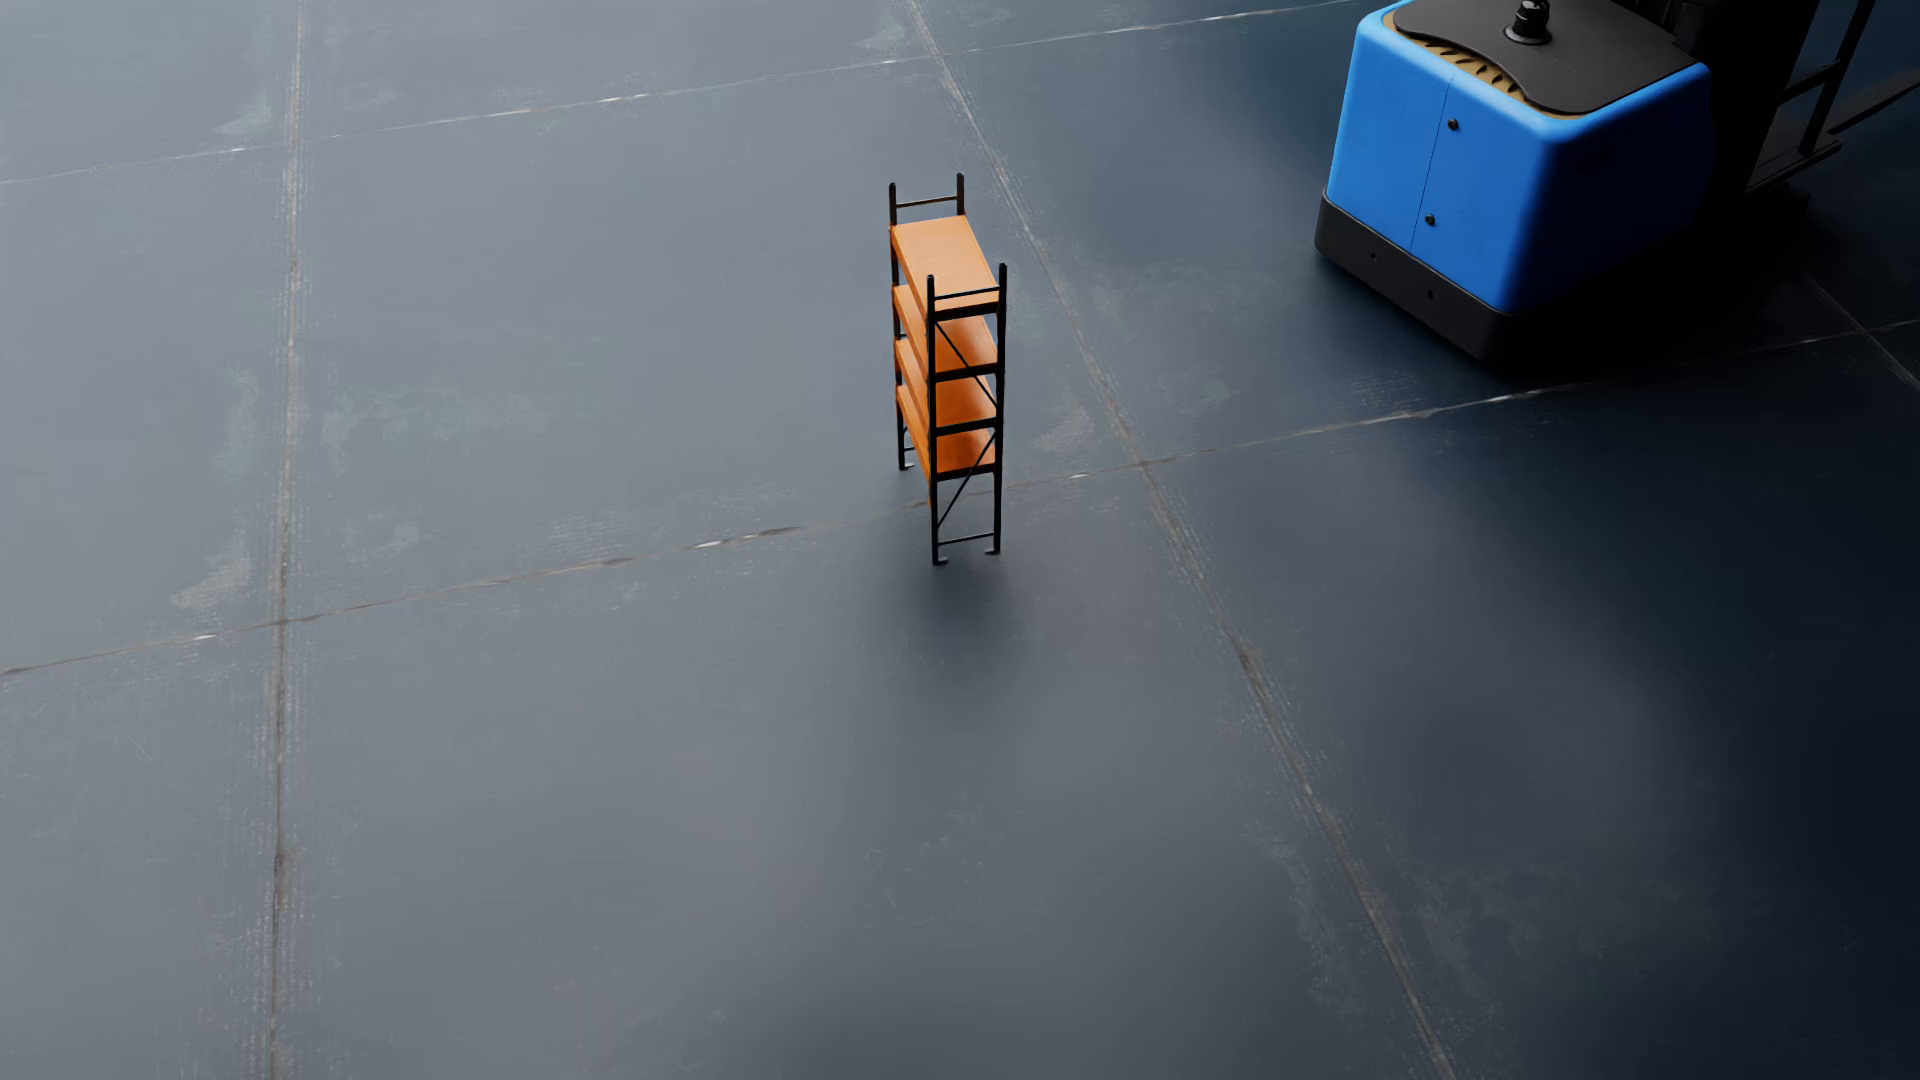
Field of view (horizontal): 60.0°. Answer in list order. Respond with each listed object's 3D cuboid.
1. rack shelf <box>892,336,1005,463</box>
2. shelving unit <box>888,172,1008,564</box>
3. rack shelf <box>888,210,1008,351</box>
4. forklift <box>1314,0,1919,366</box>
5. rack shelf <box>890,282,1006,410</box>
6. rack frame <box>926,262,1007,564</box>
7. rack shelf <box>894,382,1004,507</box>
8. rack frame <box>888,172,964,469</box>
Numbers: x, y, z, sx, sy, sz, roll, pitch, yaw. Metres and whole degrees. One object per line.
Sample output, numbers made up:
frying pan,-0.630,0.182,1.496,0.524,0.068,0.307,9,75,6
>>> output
rack shelf,-0.042,-0.487,5.482,0.258,0.148,0.480,-11,47,-10
shelving unit,-0.042,-0.534,5.433,0.258,1.200,0.503,-11,47,-10
rack shelf,-0.042,-0.809,5.153,0.258,0.148,0.480,-11,47,-10
forklift,2.951,-2.537,6.184,3.031,2.935,1.130,-27,51,-24
rack shelf,-0.042,-0.644,5.322,0.258,0.148,0.480,-11,47,-10
rack frame,0.020,-0.366,5.268,0.240,1.200,0.015,-11,47,-10
rack shelf,-0.042,-0.348,5.623,0.258,0.148,0.480,-11,47,-10
rack frame,-0.105,-0.703,5.599,0.240,1.200,0.015,-11,47,-10
